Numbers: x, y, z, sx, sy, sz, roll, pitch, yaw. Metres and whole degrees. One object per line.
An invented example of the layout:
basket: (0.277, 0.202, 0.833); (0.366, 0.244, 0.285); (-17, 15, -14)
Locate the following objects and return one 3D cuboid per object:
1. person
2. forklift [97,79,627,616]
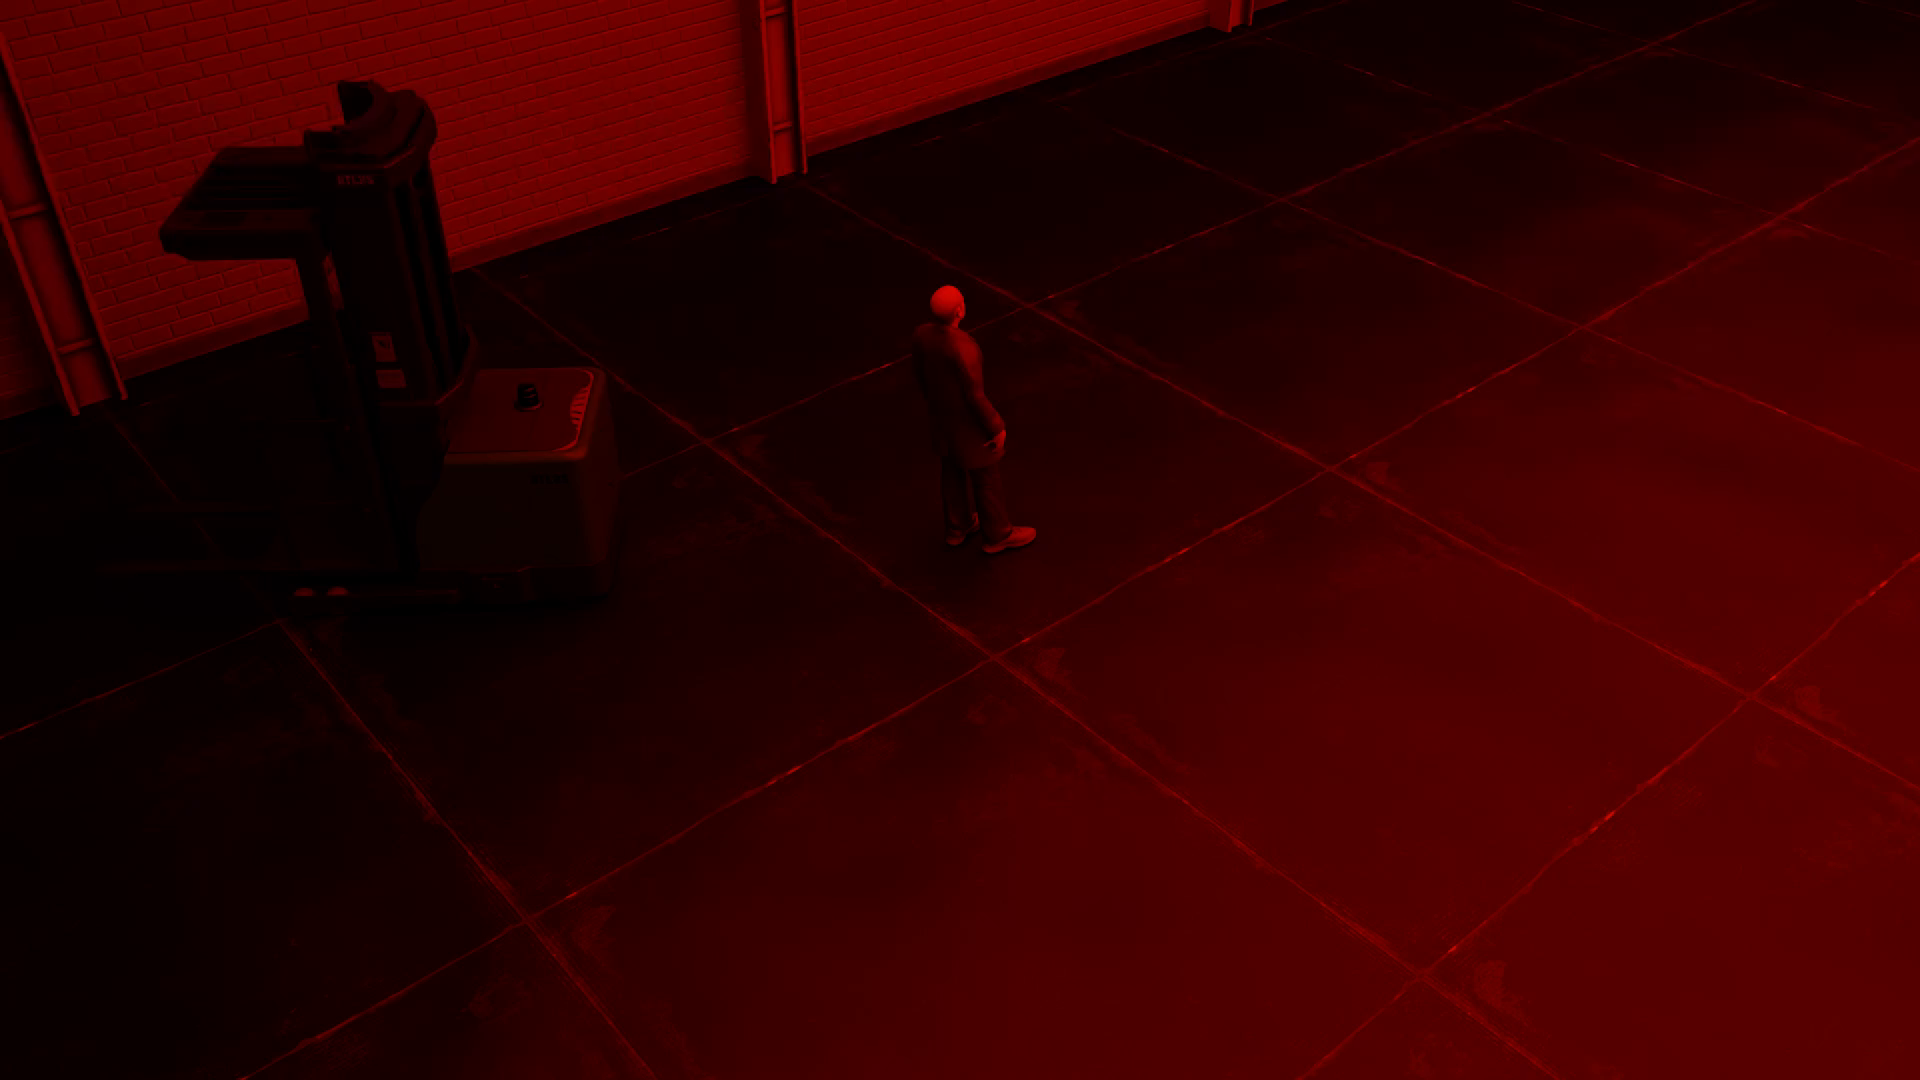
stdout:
person: (0.072, -0.756, 10.015); (0.579, 1.778, 0.698); (-27, 44, -32)
forklift: (-3.630, -1.052, 9.457); (3.031, 2.935, 1.130); (-2, 36, -2)
